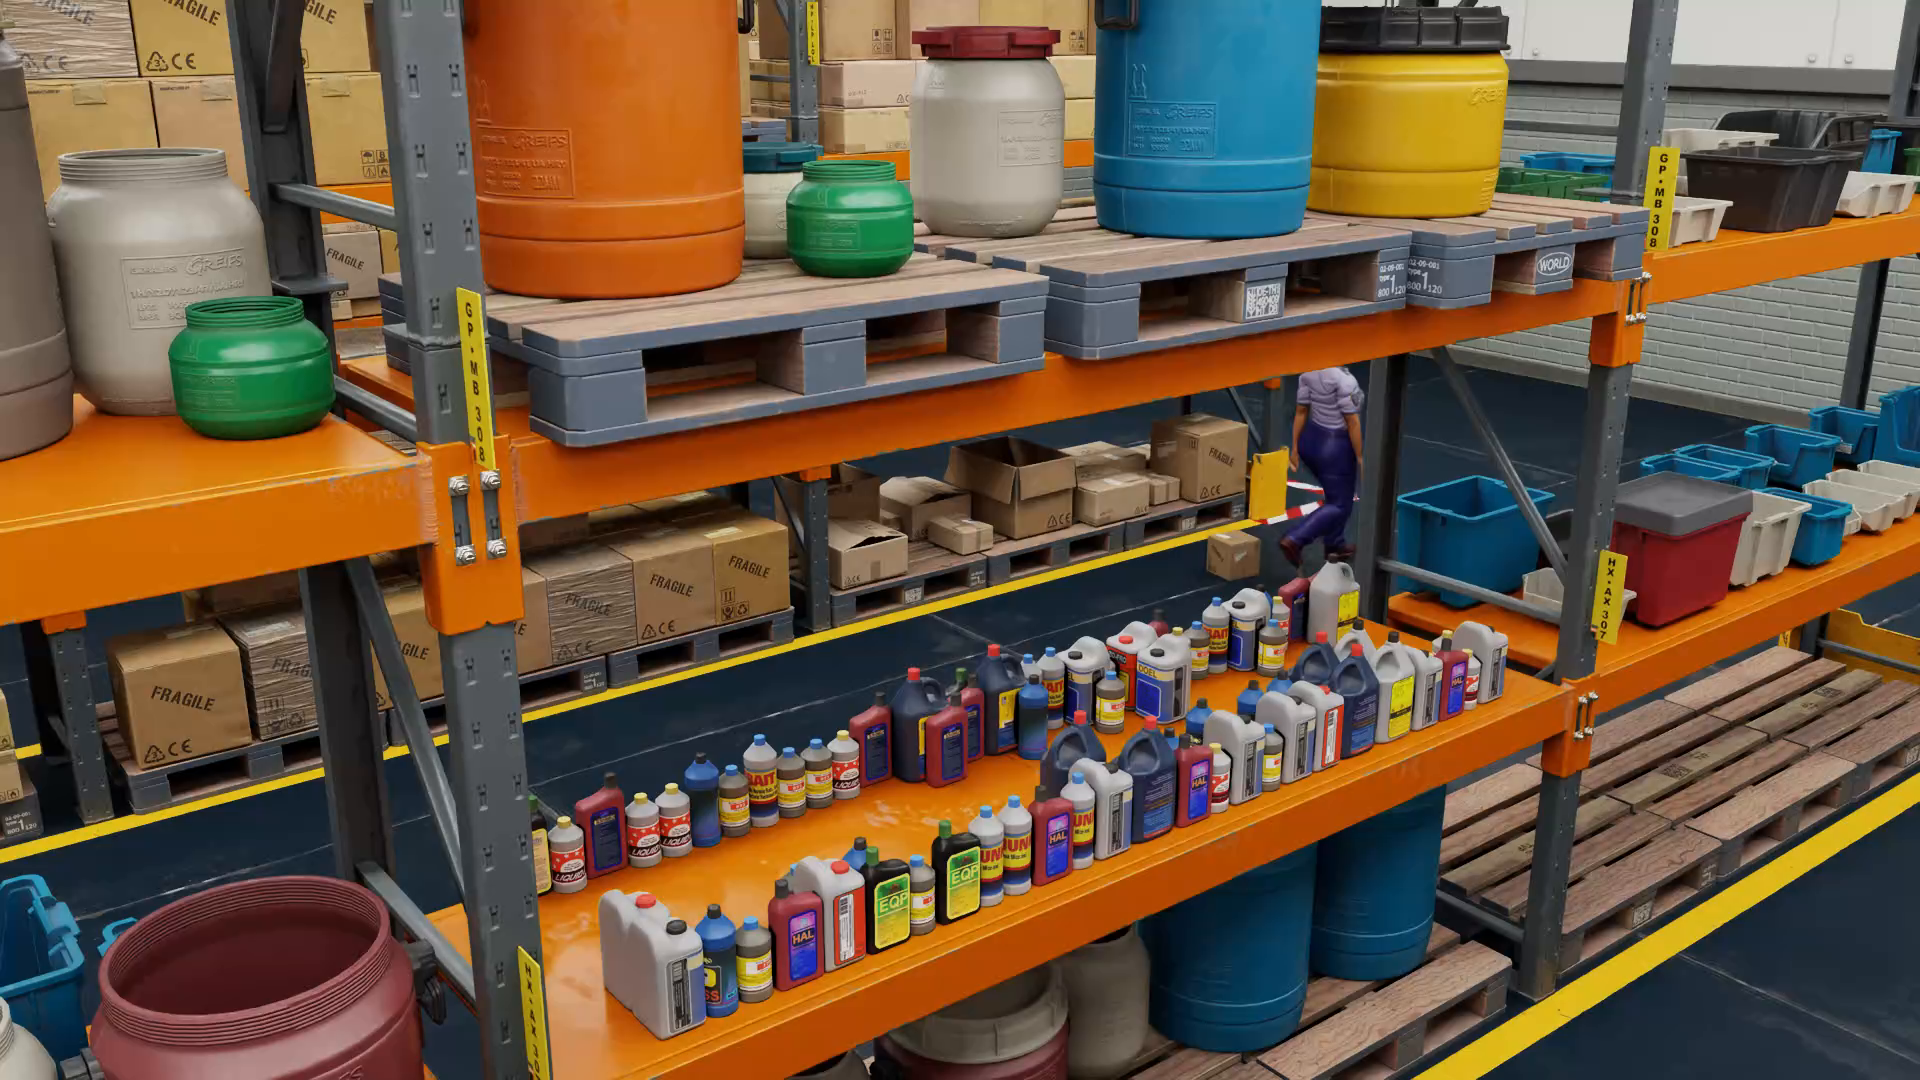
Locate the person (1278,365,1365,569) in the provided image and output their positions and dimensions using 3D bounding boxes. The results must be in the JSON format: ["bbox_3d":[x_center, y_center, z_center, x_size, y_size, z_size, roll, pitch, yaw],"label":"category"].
[{"bbox_3d":[2.392,-0.587,10.870,0.863,1.597,0.496,-9,20,-27],"label":"person"}]
